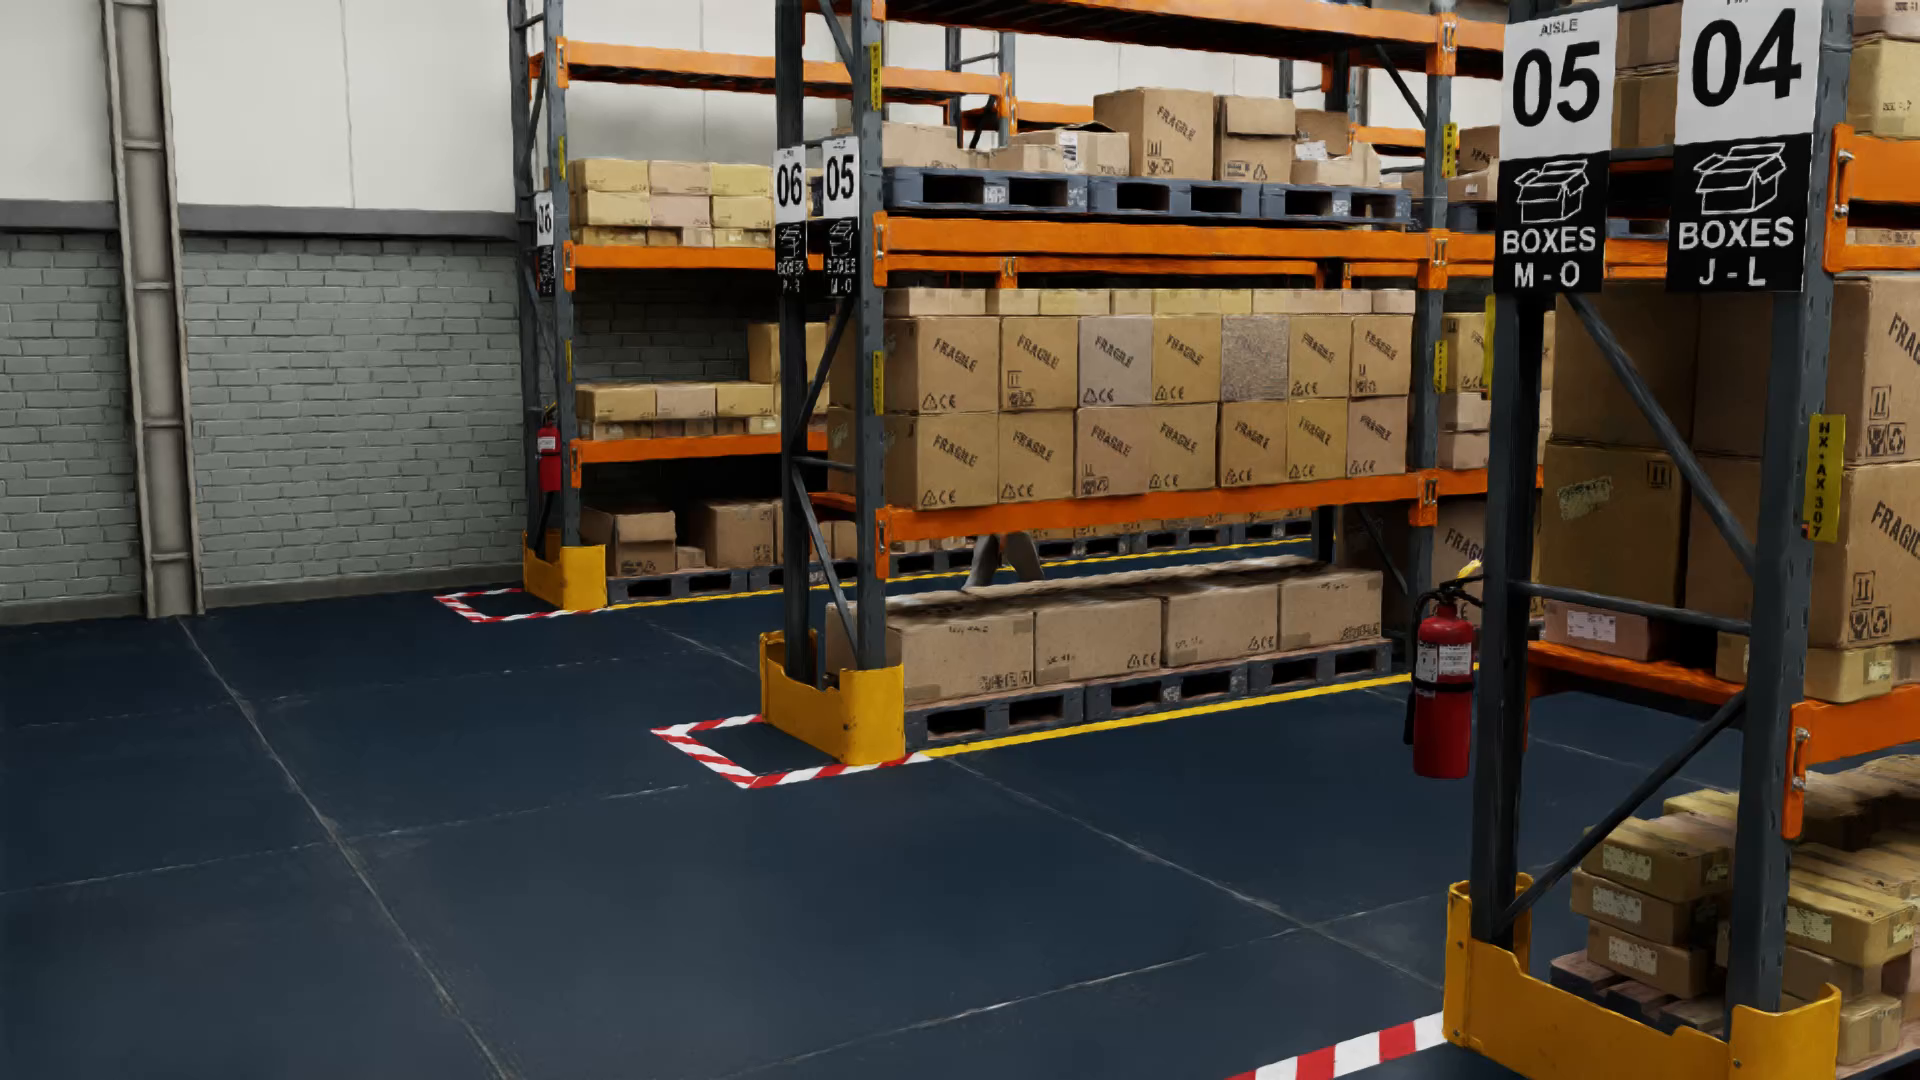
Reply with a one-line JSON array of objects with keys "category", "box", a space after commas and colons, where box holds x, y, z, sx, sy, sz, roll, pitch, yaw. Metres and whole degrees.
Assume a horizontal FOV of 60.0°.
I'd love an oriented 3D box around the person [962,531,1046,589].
[{"category": "person", "box": [0.344, -0.083, 11.486, 0.953, 1.619, 0.456, -5, 10, -30]}]
